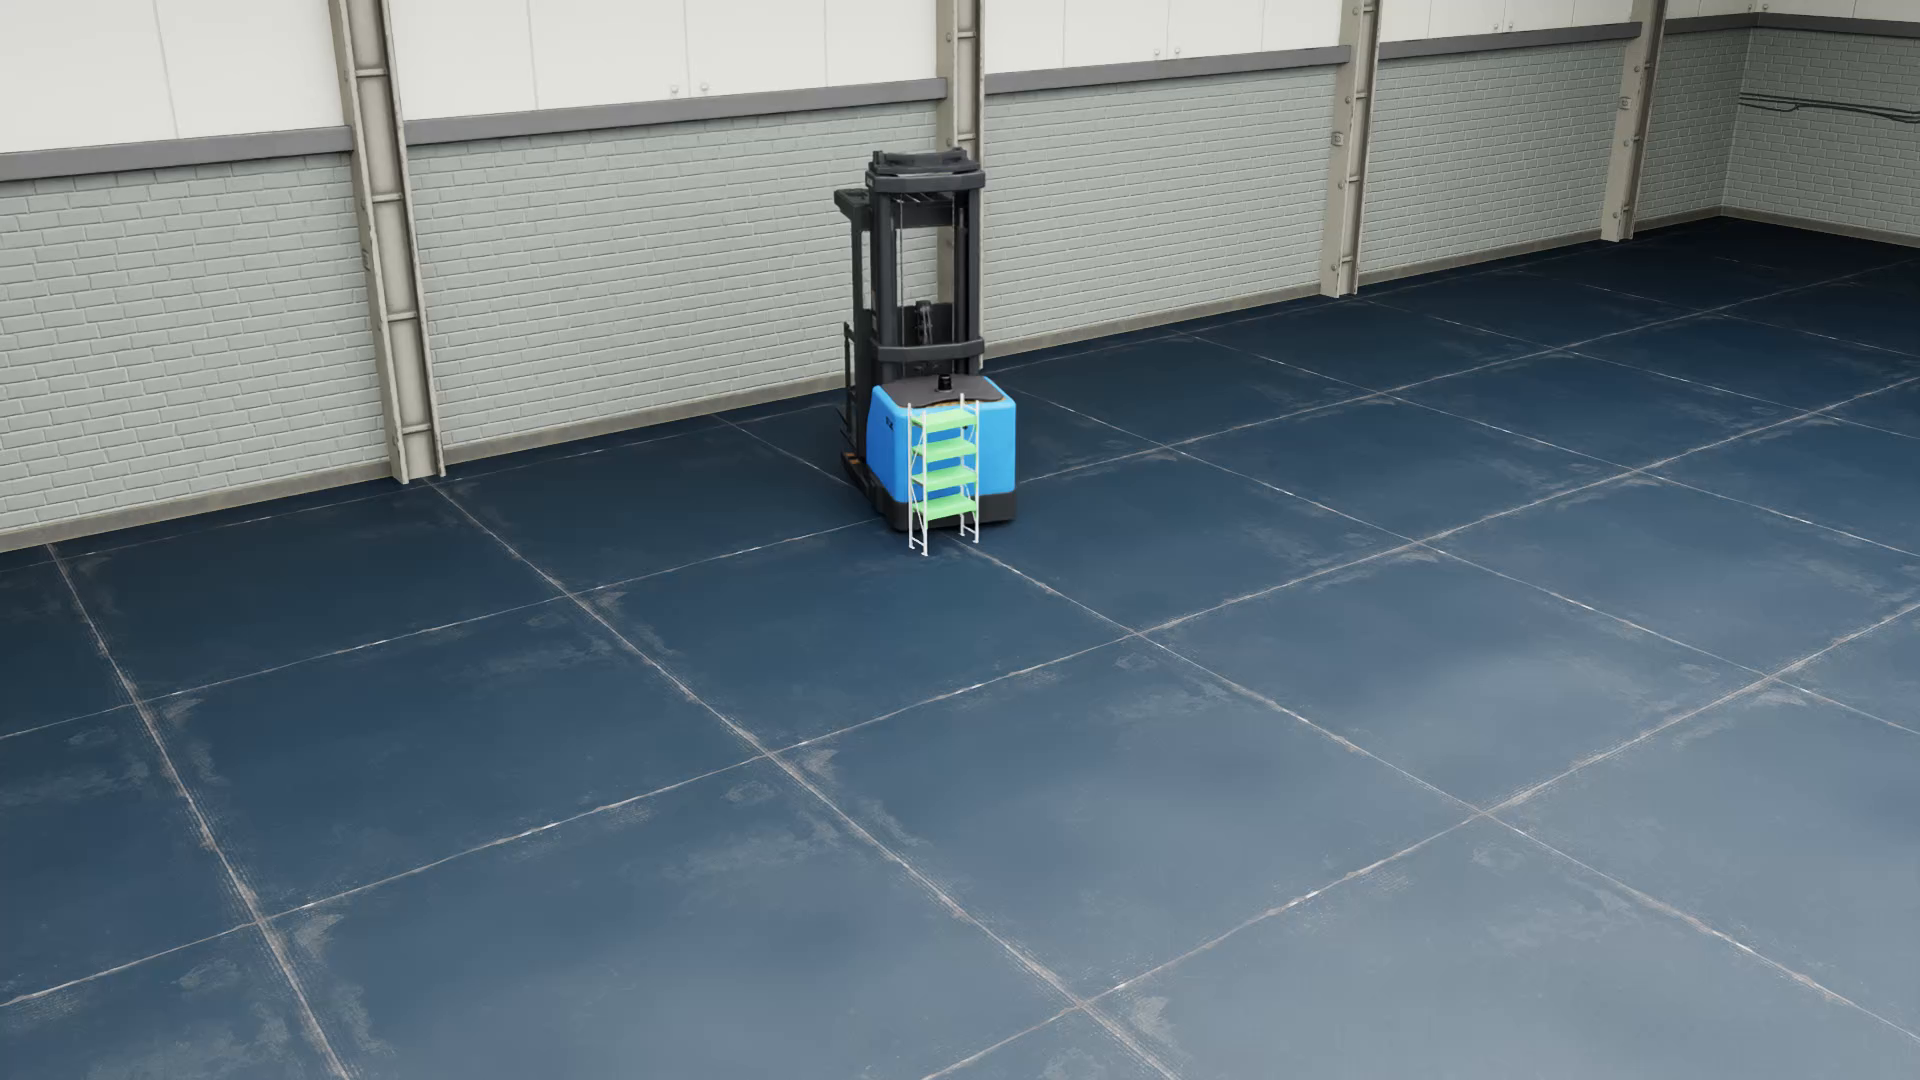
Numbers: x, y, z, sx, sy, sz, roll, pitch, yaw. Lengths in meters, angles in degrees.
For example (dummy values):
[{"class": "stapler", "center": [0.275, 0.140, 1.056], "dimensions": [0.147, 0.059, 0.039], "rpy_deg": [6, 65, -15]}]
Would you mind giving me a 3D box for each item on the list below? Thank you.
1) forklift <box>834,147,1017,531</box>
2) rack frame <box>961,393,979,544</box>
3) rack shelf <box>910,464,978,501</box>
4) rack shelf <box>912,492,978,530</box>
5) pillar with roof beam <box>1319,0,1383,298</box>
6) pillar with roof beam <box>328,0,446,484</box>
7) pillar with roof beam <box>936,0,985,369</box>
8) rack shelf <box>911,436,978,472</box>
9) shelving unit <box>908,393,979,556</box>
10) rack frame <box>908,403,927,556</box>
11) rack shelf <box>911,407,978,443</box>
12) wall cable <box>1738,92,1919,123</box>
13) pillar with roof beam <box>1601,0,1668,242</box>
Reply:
[{"class": "forklift", "center": [-0.443, -1.953, 14.429], "dimensions": [1.130, 2.935, 3.031], "rpy_deg": [-6, 23, -15]}, {"class": "rack frame", "center": [0.076, -0.565, 13.287], "dimensions": [0.015, 1.200, 0.240], "rpy_deg": [-13, 25, -30]}, {"class": "rack shelf", "center": [-0.129, -0.457, 13.189], "dimensions": [0.480, 0.148, 0.258], "rpy_deg": [-13, 25, -30]}, {"class": "rack shelf", "center": [-0.129, -0.234, 13.277], "dimensions": [0.480, 0.148, 0.258], "rpy_deg": [-13, 25, -30]}, {"class": "pillar with roof beam", "center": [7.389, -6.065, 16.548], "dimensions": [0.400, 9.000, 9.100], "rpy_deg": [-15, 26, -33]}, {"class": "pillar with roof beam", "center": [-2.352, -3.468, 10.039], "dimensions": [0.400, 9.000, 9.100], "rpy_deg": [-15, 26, -33]}, {"class": "pillar with roof beam", "center": [2.518, -4.766, 13.294], "dimensions": [0.400, 9.000, 9.100], "rpy_deg": [-15, 26, -33]}, {"class": "rack shelf", "center": [-0.129, -0.679, 13.100], "dimensions": [0.480, 0.148, 0.258], "rpy_deg": [-13, 25, -30]}, {"class": "shelving unit", "center": [-0.129, -0.516, 13.165], "dimensions": [0.503, 1.200, 0.258], "rpy_deg": [-13, 25, -30]}, {"class": "rack frame", "center": [-0.335, -0.467, 13.043], "dimensions": [0.015, 1.200, 0.240], "rpy_deg": [-13, 25, -30]}, {"class": "rack shelf", "center": [-0.129, -0.902, 13.011], "dimensions": [0.480, 0.148, 0.258], "rpy_deg": [-13, 25, -30]}, {"class": "wall cable", "center": [12.909, -7.457, 24.225], "dimensions": [0.112, 2.526, 3.097], "rpy_deg": [-15, 26, -33]}, {"class": "pillar with roof beam", "center": [12.259, -7.364, 19.803], "dimensions": [0.400, 9.000, 9.100], "rpy_deg": [-15, 26, -33]}]
